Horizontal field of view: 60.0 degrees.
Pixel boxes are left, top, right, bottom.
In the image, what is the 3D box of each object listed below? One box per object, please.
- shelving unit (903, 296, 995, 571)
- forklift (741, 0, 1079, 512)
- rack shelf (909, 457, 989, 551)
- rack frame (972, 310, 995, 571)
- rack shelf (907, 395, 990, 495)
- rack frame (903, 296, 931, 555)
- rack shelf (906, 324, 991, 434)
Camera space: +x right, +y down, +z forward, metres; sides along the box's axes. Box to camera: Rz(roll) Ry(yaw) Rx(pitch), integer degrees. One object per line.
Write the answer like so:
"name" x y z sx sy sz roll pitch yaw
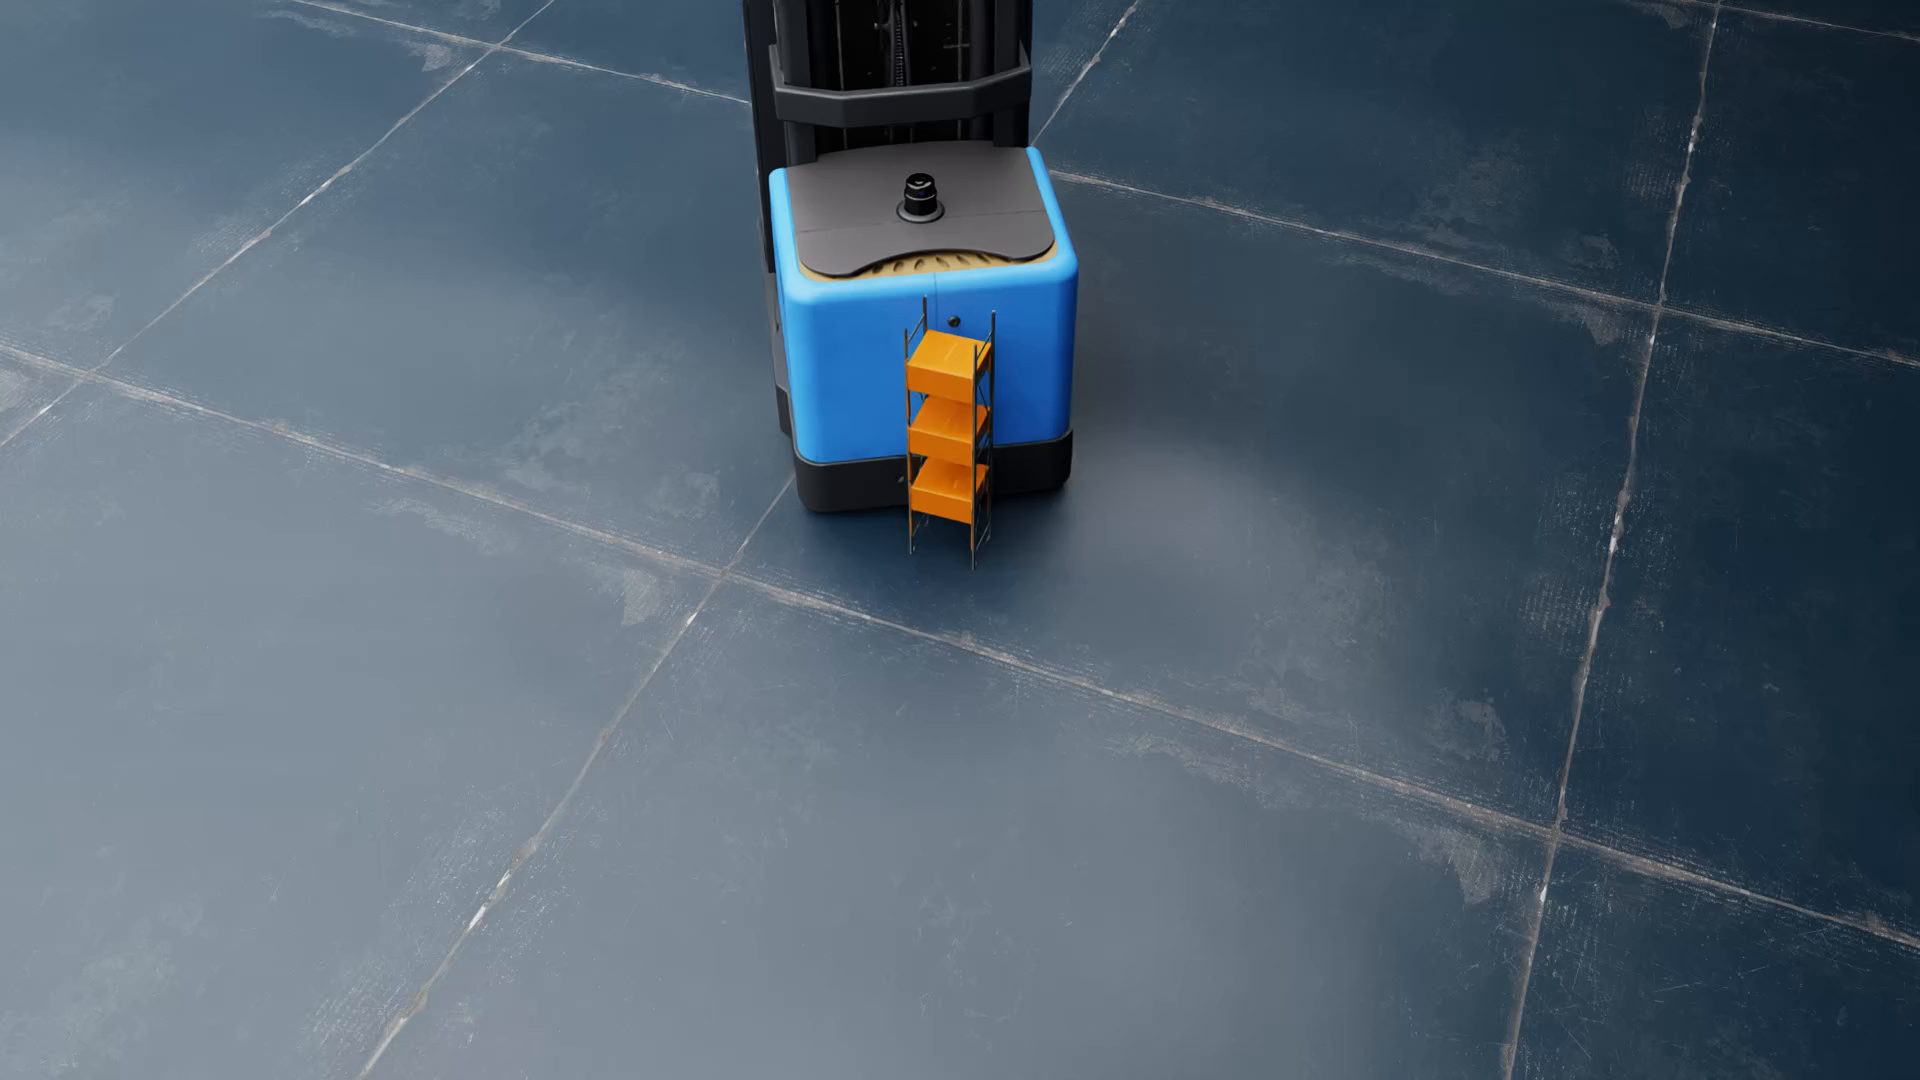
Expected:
"shelving unit" -0.034 -0.354 5.861 0.252 1.050 0.215 14 47 14
"forklift" -0.308 -2.193 6.376 1.130 2.935 3.031 -6 45 -6
"rack shelf" -0.034 -0.149 6.065 0.240 0.259 0.215 14 47 14
"rack frame" 0.081 -0.325 5.832 0.008 1.050 0.200 14 47 14
"rack shelf" -0.034 -0.346 5.869 0.240 0.259 0.215 14 47 14
"rack frame" -0.149 -0.383 5.890 0.008 1.050 0.200 14 47 14
"rack shelf" -0.034 -0.547 5.669 0.240 0.259 0.215 14 47 14
